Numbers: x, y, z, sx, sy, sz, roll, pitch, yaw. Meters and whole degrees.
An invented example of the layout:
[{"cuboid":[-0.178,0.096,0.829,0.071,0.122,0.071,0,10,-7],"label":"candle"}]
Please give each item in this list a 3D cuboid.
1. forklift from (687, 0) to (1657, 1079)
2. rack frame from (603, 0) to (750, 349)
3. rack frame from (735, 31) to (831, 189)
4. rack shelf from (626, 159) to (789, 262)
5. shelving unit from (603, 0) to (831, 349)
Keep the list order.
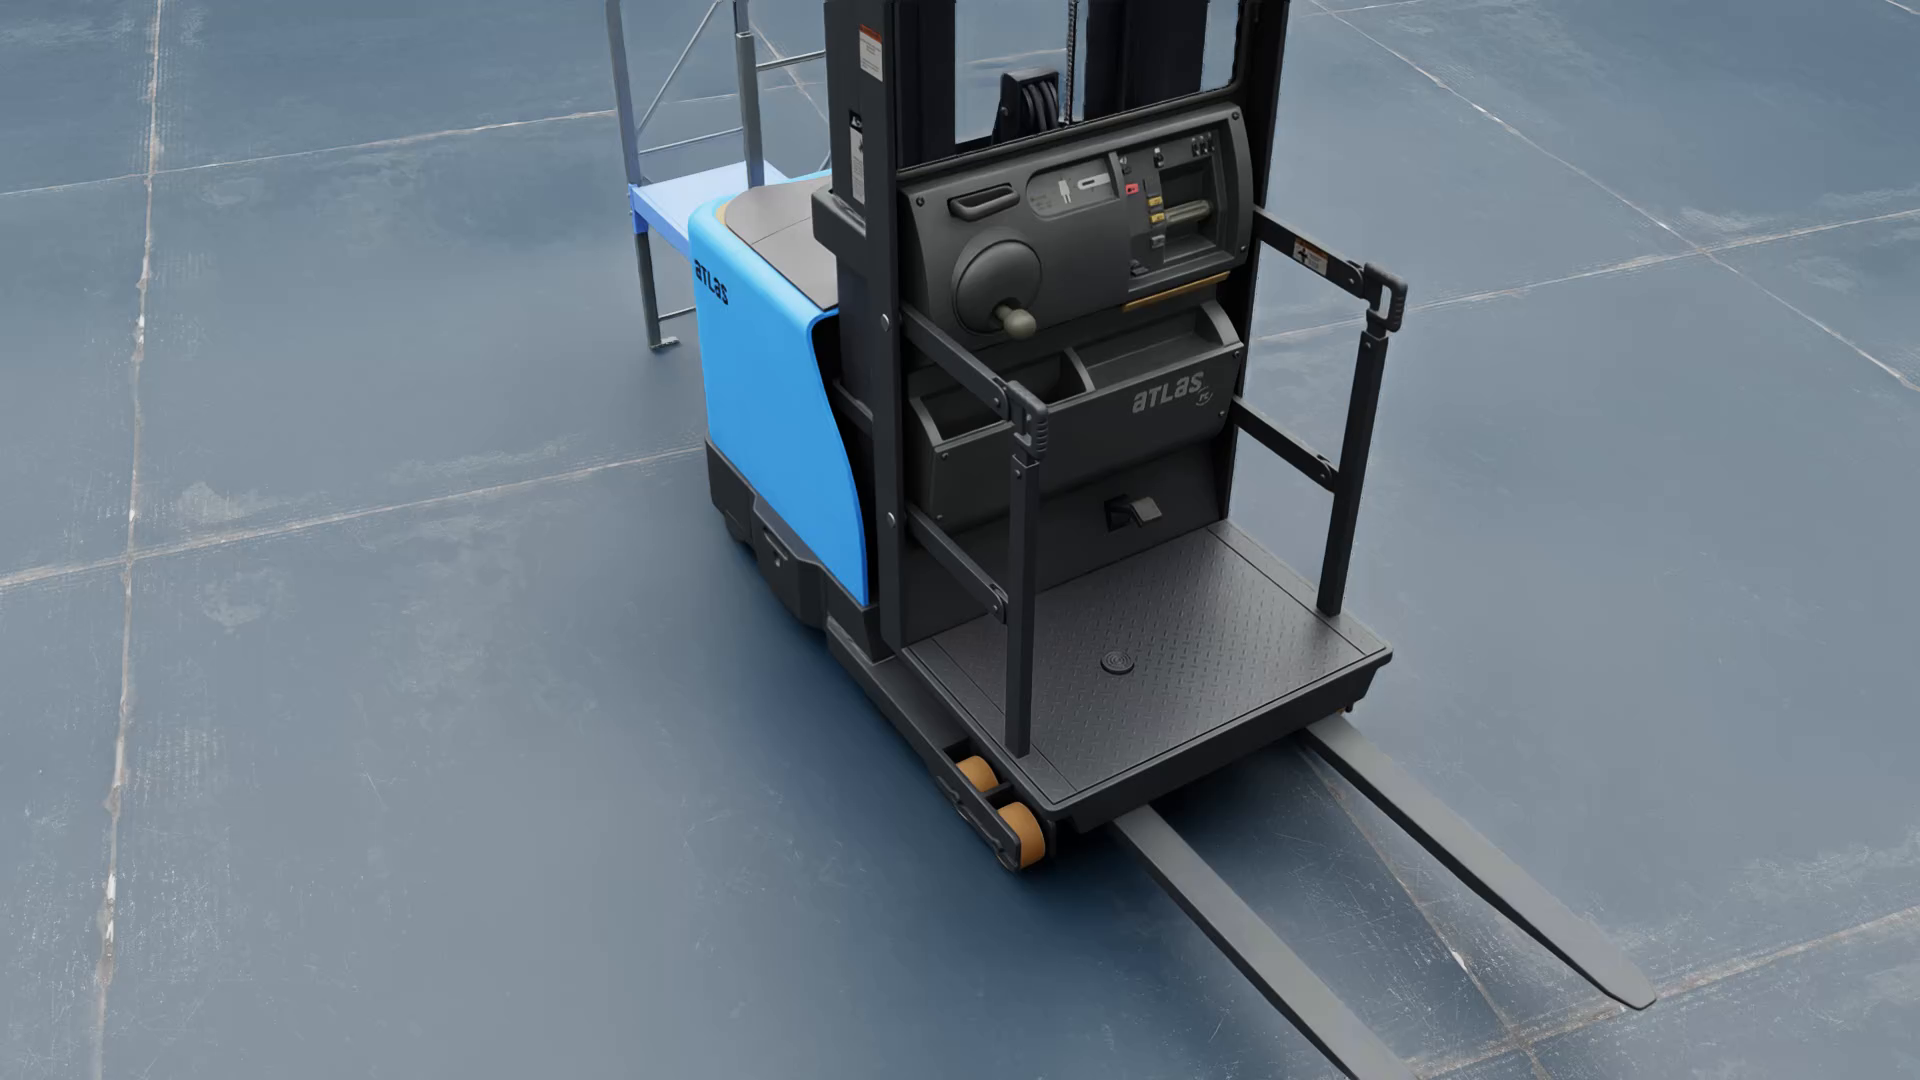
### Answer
[{"cuboid":[0.414,-0.673,3.707,1.130,2.935,3.031,-21,42,-25],"label":"forklift"},{"cuboid":[-0.946,-1.398,5.859,0.500,1.500,0.032,-21,42,-25],"label":"rack frame"},{"cuboid":[-0.406,-0.880,5.171,0.500,1.500,0.032,-21,42,-25],"label":"rack frame"},{"cuboid":[-0.676,-0.995,5.623,0.538,0.185,1.000,-21,42,-25],"label":"rack shelf"},{"cuboid":[-0.676,-1.139,5.515,0.538,1.500,1.048,-21,42,-25],"label":"shelving unit"}]
